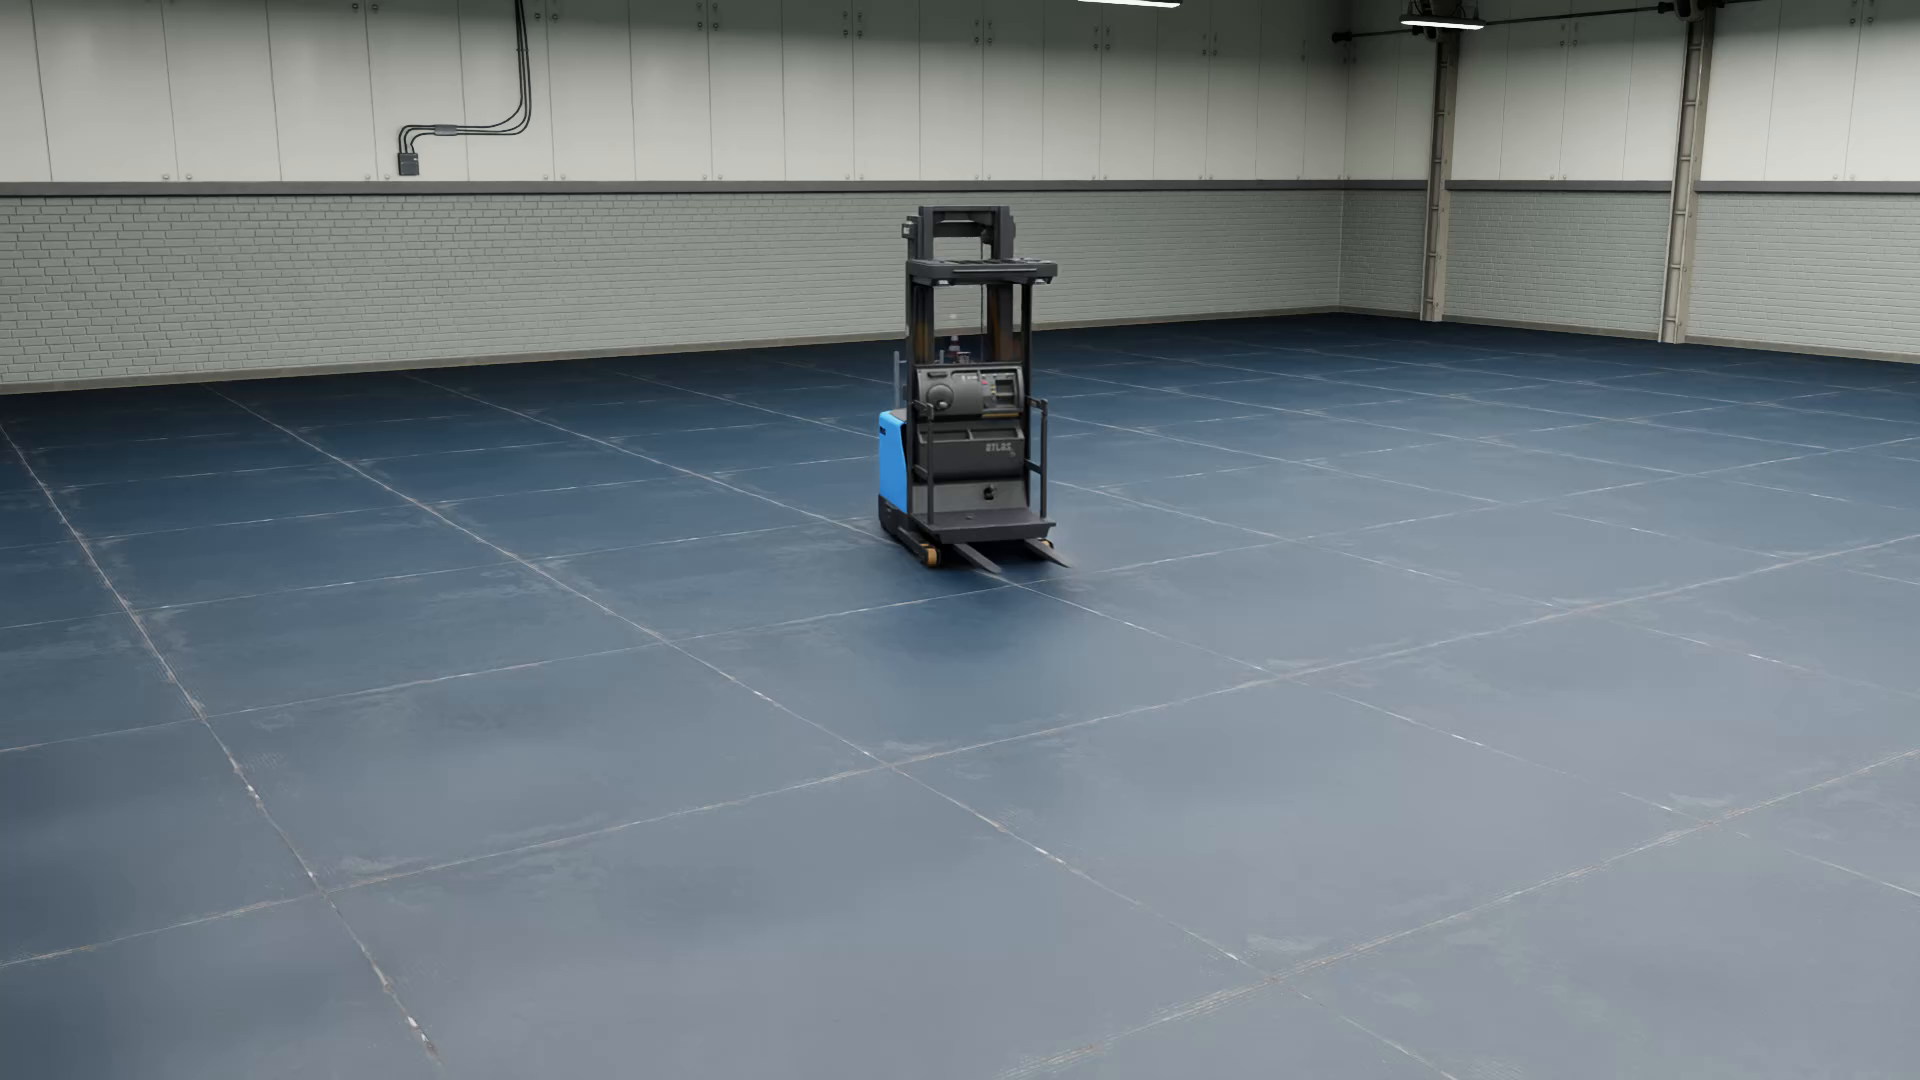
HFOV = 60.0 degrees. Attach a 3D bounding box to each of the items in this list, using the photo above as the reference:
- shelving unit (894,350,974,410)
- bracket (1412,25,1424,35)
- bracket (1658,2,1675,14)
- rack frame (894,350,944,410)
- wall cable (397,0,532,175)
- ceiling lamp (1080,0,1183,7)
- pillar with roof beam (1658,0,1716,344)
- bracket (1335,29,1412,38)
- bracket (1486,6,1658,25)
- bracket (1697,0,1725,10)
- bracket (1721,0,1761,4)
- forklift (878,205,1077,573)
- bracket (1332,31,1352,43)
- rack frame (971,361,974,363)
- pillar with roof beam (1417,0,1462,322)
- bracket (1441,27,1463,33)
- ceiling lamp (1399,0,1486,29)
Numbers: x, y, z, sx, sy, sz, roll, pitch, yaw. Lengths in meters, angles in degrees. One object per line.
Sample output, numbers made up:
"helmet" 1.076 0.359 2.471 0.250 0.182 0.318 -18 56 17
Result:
"shelving unit" -0.259 -1.025 16.037 0.538 1.500 1.048 -4 13 -16
"bracket" 10.080 -11.123 36.234 0.235 0.232 0.430 -8 15 -33
"bracket" 13.405 -10.056 31.354 0.235 0.232 0.430 -8 15 -33
"rack frame" -0.404 -1.129 16.513 0.500 1.500 0.032 -4 13 -16
"wall cable" -8.237 -9.067 27.297 2.305 6.003 0.169 -8 15 -33
"ceiling lamp" 2.507 -10.041 26.049 2.000 3.185 0.800 -8 15 -33
"pillar with roof beam" 10.346 -7.756 29.264 9.100 9.000 0.548 -8 15 -33
"bracket" 9.095 -11.439 37.681 0.076 0.066 3.189 -8 15 -33
"bracket" 11.968 -10.517 33.464 0.076 0.066 4.783 -8 15 -33
"bracket" 13.865 -9.908 30.679 0.235 0.232 0.430 -8 15 -33
"bracket" 15.292 -9.450 28.584 0.076 0.066 4.783 -8 15 -33
"forklift" 0.152 -1.295 13.925 1.130 2.935 3.031 -4 13 -16
"bracket" 8.767 -11.544 38.161 0.235 0.232 0.430 -8 15 -33
"rack frame" -0.114 -0.921 15.561 0.500 1.500 0.032 -4 13 -16
"pillar with roof beam" 7.022 -8.823 34.143 9.100 9.000 0.548 -8 15 -33
"bracket" 10.540 -10.975 35.559 0.235 0.232 0.430 -8 15 -33
"ceiling lamp" 8.617 -10.910 30.022 2.000 3.185 0.800 -8 15 -33
